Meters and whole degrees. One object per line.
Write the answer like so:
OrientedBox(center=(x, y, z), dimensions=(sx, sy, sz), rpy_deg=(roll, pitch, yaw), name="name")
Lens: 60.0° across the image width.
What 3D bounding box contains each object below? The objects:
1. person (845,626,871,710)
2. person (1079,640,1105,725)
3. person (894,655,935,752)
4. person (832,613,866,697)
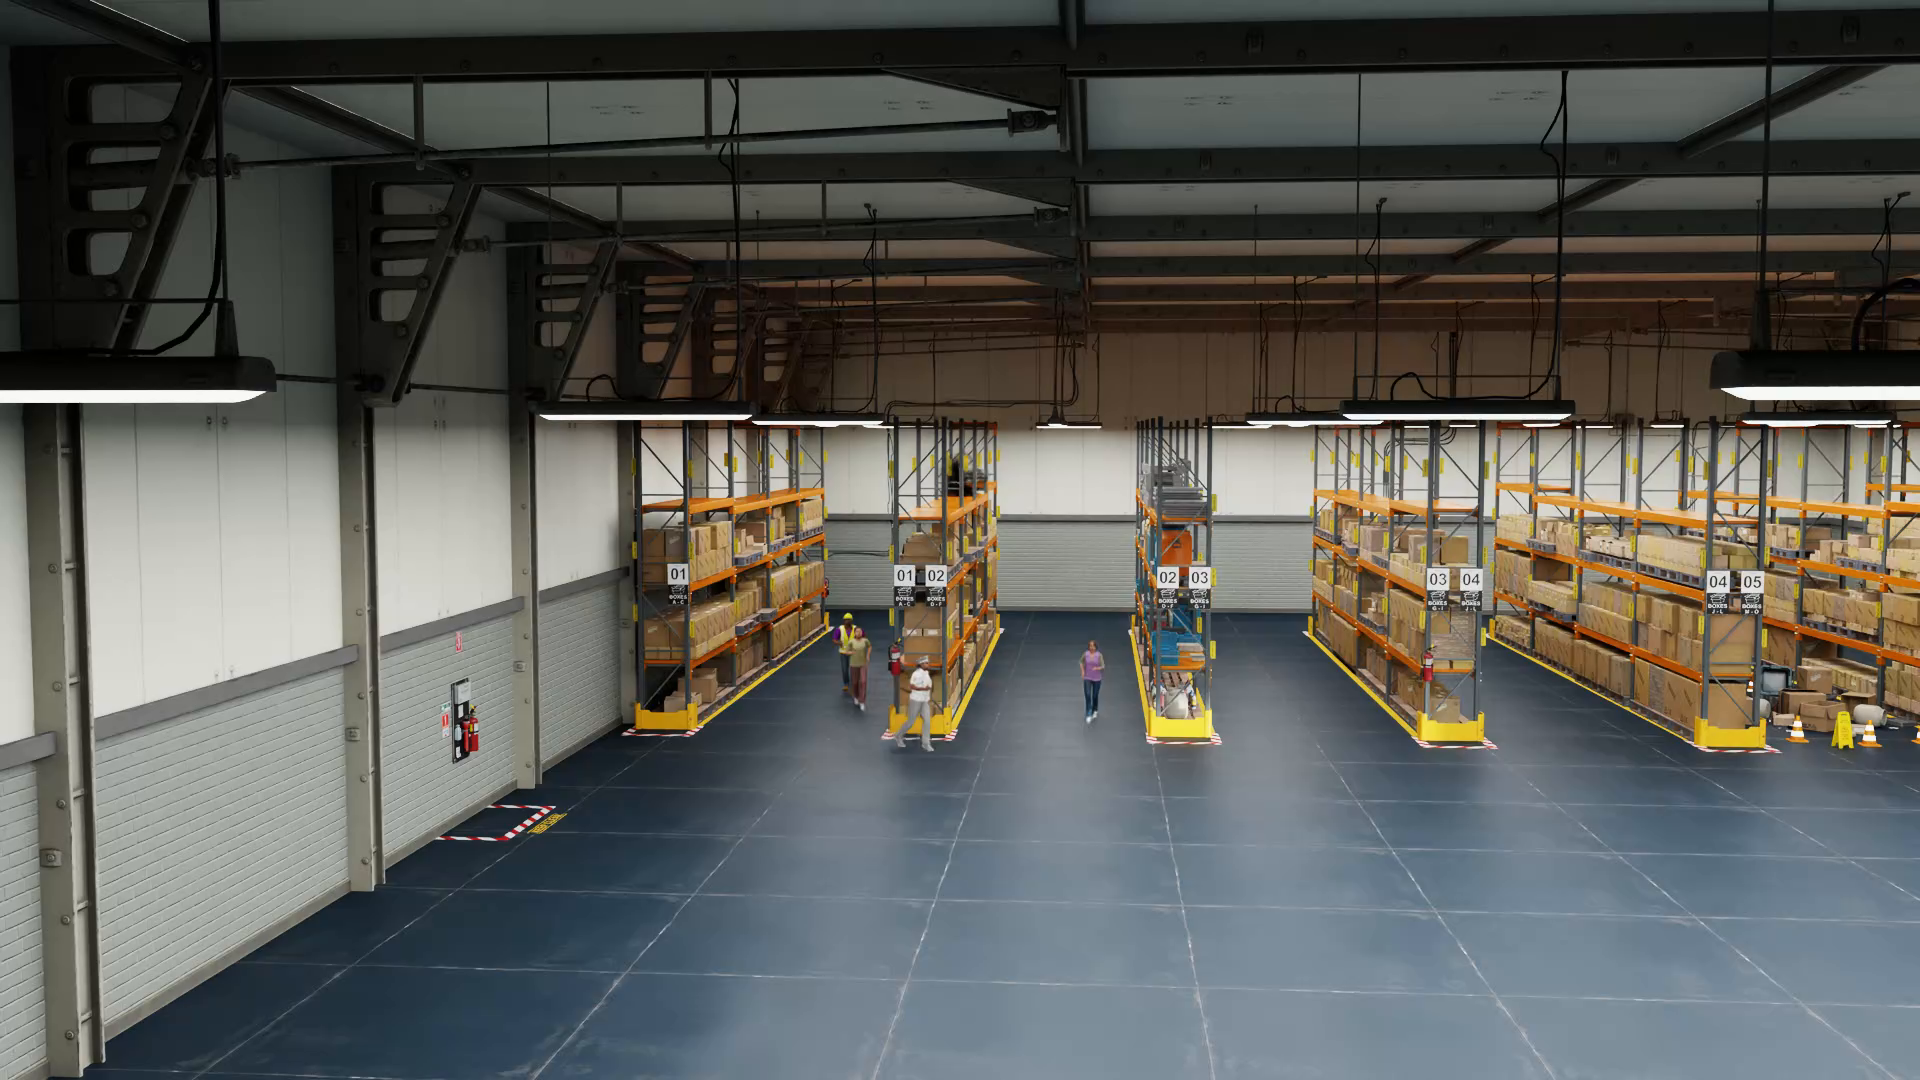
OrientedBox(center=(-2.098, 2.620, 34.356), dimensions=(0.569, 1.681, 0.884), rpy_deg=(0, 4, -7), name="person")
OrientedBox(center=(2.605, 2.795, 32.741), dimensions=(0.521, 1.620, 0.704), rpy_deg=(0, 4, 7), name="person")
OrientedBox(center=(-0.719, 2.923, 29.977), dimensions=(0.879, 1.702, 0.590), rpy_deg=(3, 5, 38), name="person")
OrientedBox(center=(-2.405, 2.501, 36.061), dimensions=(0.724, 1.848, 0.757), rpy_deg=(0, 4, 0), name="person")
